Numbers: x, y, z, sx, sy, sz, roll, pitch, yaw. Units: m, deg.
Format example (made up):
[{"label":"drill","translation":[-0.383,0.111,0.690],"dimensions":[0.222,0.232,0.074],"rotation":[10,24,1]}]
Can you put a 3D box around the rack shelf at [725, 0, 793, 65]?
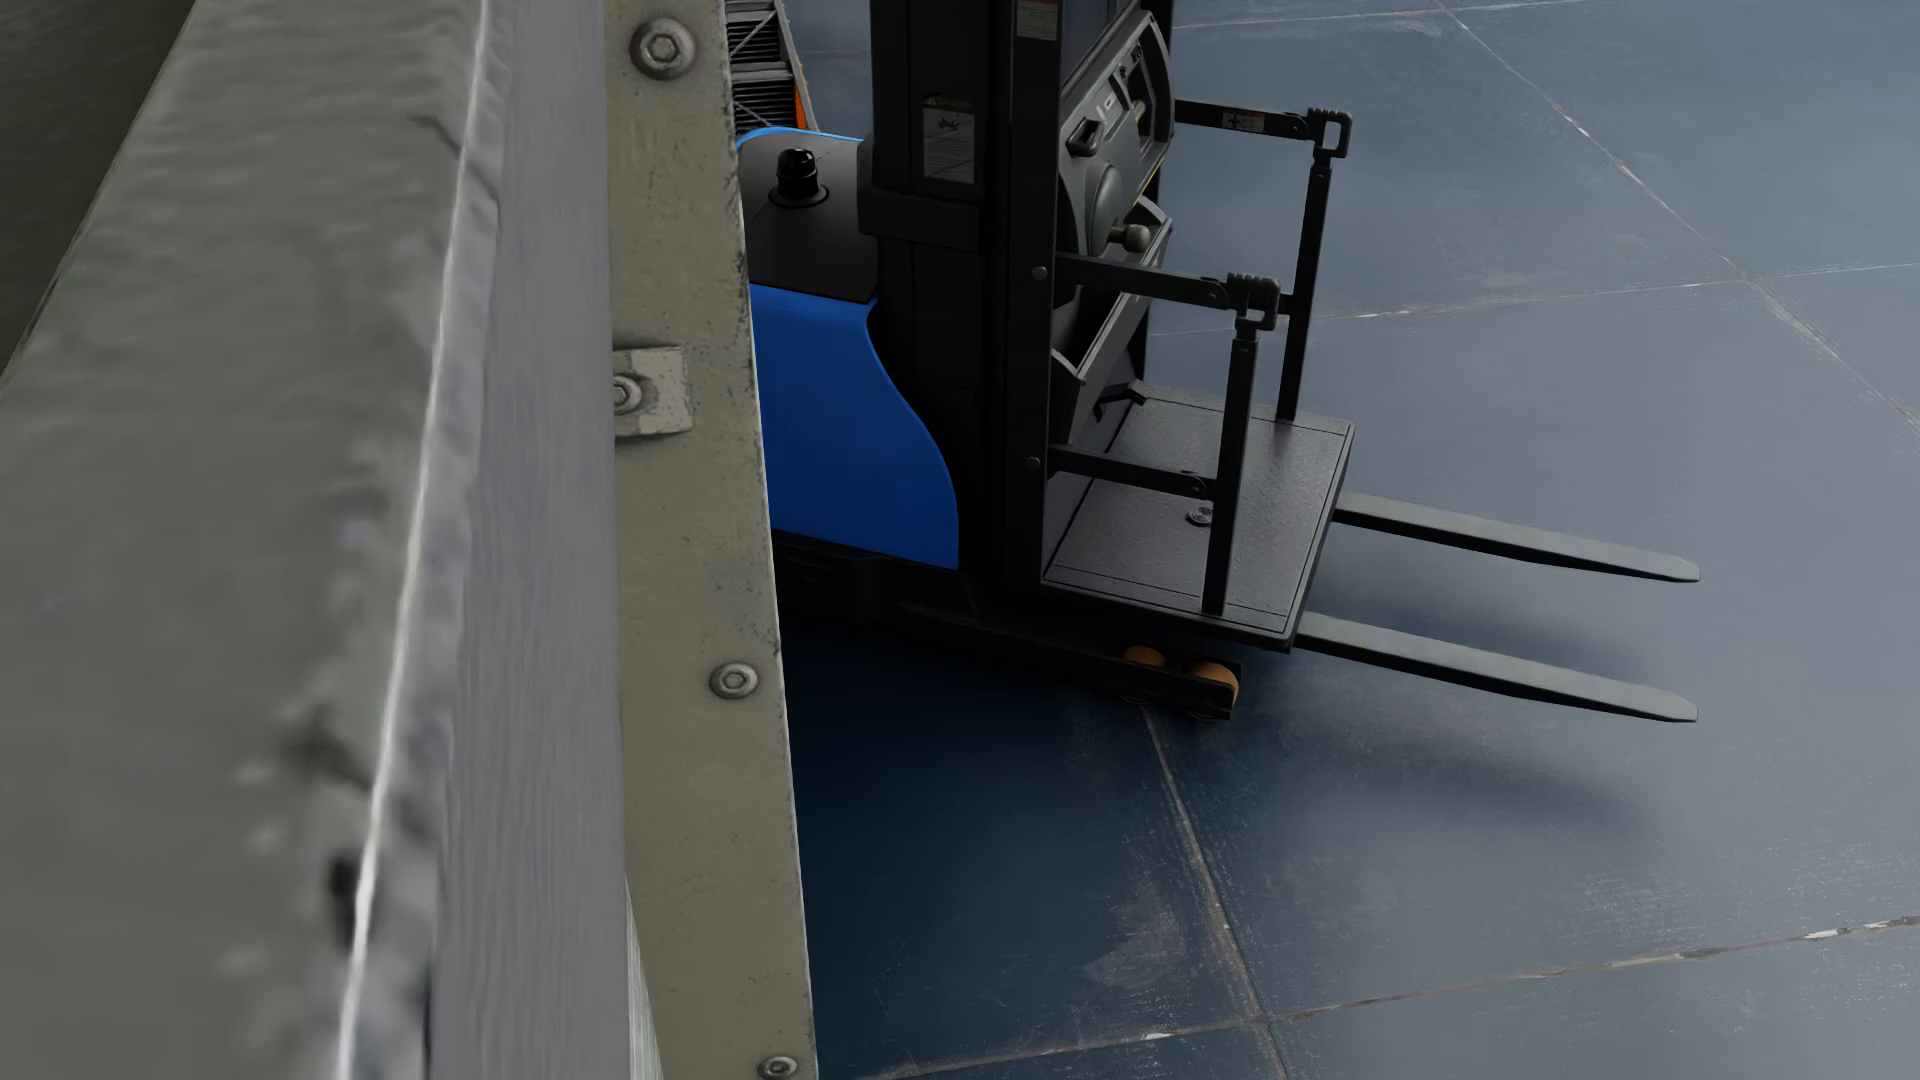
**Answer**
[{"label":"rack shelf","translation":[-0.980,-2.133,7.574],"dimensions":[0.431,0.480,0.518],"rotation":[-7,38,-8]}]

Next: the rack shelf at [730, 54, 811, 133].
[{"label":"rack shelf","translation":[-0.851,-1.710,7.031],"dimensions":[0.431,0.480,0.518],"rotation":[-7,38,-8]}]

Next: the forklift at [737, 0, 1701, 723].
[{"label":"forklift","translation":[0.592,-1.025,4.181],"dimensions":[3.031,2.935,1.130],"rotation":[13,40,16]}]

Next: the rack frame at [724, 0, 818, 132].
[{"label":"rack frame","translation":[-0.854,-1.911,6.892],"dimensions":[0.400,0.015,2.100],"rotation":[-7,38,-8]}]

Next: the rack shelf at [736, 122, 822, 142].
[{"label":"rack shelf","translation":[-0.723,-1.288,6.487],"dimensions":[0.431,0.480,0.518],"rotation":[-7,38,-8]}]

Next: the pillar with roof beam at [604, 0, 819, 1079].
[{"label":"pillar with roof beam","translation":[3.768,-2.785,1.500],"dimensions":[9.100,9.000,0.400],"rotation":[-6,38,-8]}]

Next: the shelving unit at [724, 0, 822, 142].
[{"label":"shelving unit","translation":[-0.854,-1.719,7.041],"dimensions":[0.431,0.503,2.100],"rotation":[-7,38,-8]}]
